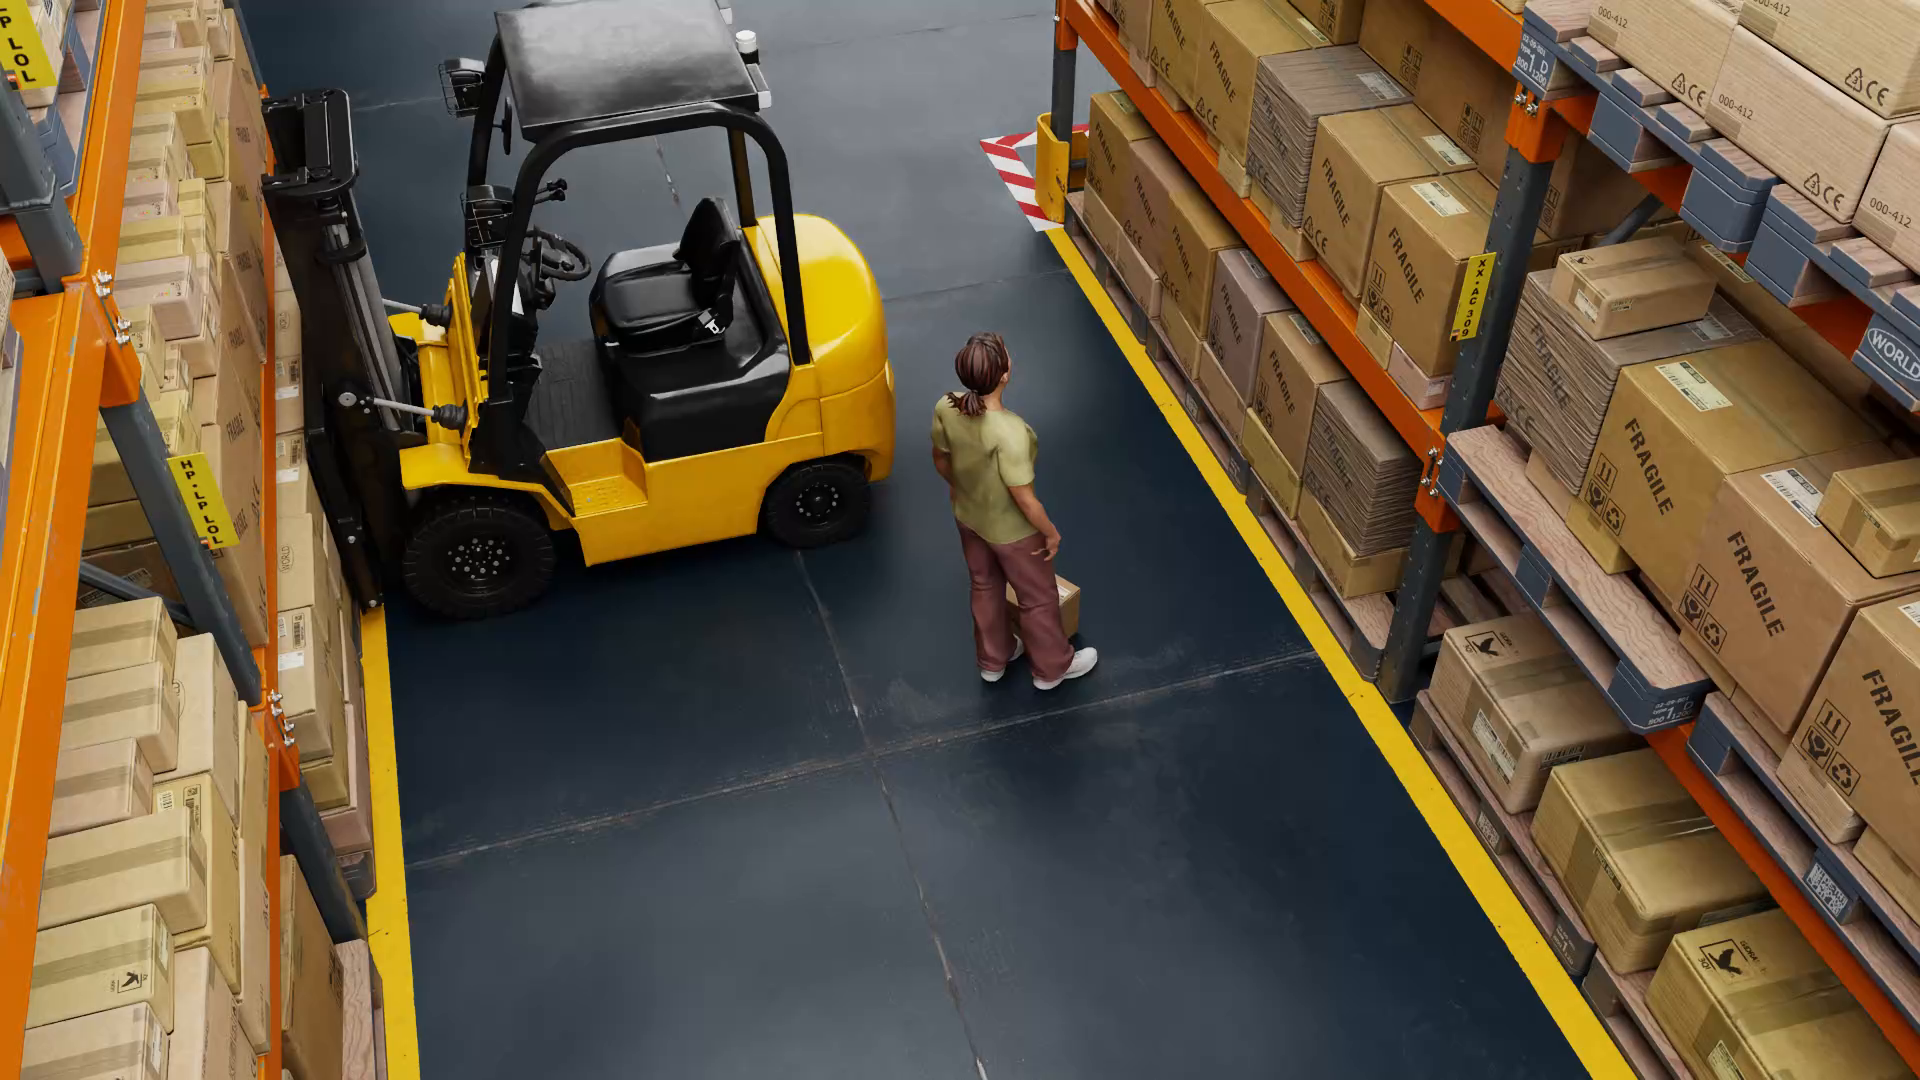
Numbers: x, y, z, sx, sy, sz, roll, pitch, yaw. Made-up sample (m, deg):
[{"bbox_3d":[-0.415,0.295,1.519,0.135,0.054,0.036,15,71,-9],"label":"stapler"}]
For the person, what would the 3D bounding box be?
[{"bbox_3d":[0.197,-0.112,6.270,0.554,1.673,0.547,33,52,31],"label":"person"}]
